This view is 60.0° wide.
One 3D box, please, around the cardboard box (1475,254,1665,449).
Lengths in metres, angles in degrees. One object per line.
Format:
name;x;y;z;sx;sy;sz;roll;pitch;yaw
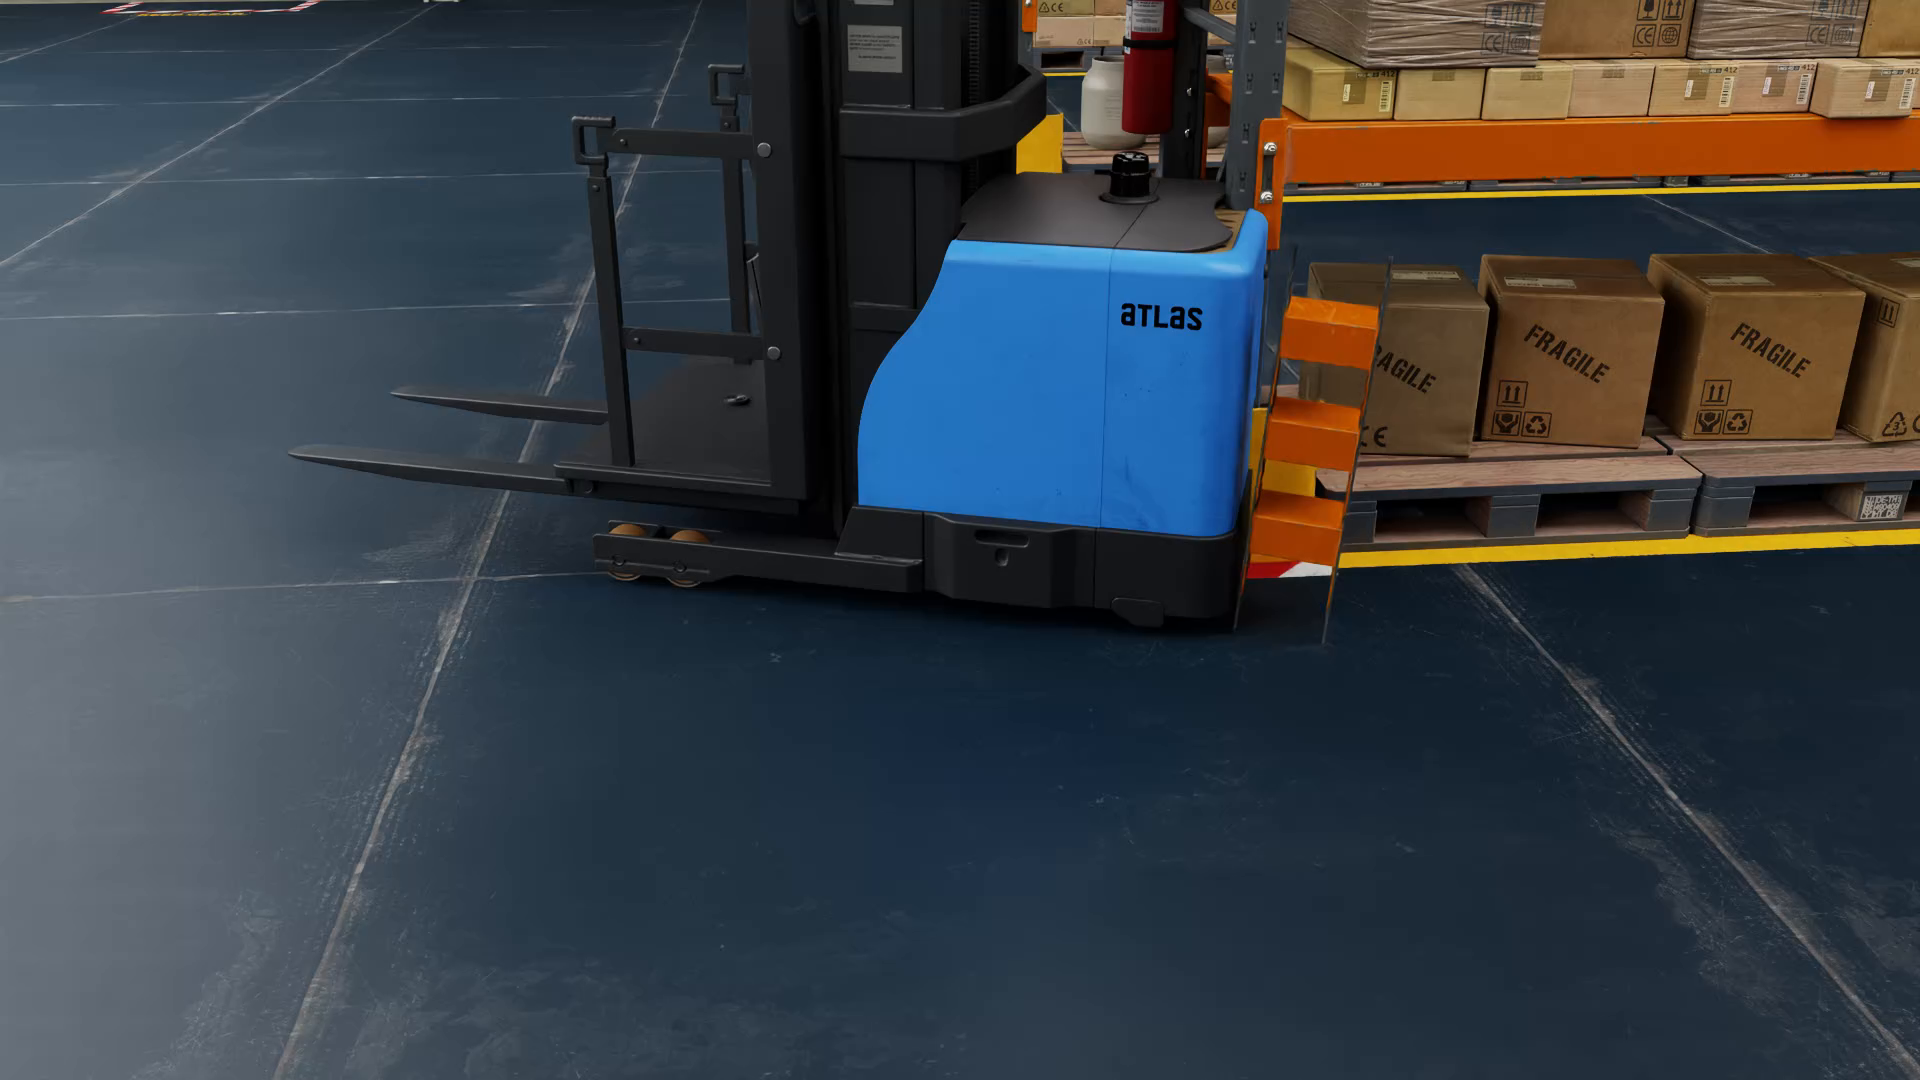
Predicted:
cardboard box;1.999;-0.639;5.554;0.500;0.500;0.500;4;24;9

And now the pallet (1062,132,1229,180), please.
pallet;1.178;-2.313;10.194;1.213;0.211;1.003;-2;24;-5

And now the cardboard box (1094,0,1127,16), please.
cardboard box;1.364;-4.793;14.285;0.500;0.500;0.500;-2;24;-5

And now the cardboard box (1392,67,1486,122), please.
cardboard box;1.342;-1.336;4.871;0.250;0.149;0.380;-2;24;-5

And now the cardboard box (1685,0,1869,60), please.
cardboard box;2.322;-1.797;5.110;0.500;0.500;0.875;-2;24;-5

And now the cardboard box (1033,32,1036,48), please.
cardboard box;0.370;-4.404;14.334;0.500;0.250;0.500;-2;24;-5

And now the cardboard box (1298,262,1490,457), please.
cardboard box;1.408;-0.601;5.469;0.500;0.500;0.500;2;24;5

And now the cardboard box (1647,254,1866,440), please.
cardboard box;2.624;-0.656;5.593;0.500;0.500;0.500;0;24;0

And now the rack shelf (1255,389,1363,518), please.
rack shelf;0.945;-0.236;4.496;0.240;0.259;0.215;10;25;11

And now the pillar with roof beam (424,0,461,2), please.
pillar with roof beam;-5.612;-8.679;13.697;0.400;9.000;9.100;-2;24;-5

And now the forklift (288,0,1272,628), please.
forklift;-0.607;-1.399;4.790;3.031;2.935;1.130;6;25;12

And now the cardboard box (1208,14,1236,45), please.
cardboard box;2.360;-4.484;14.513;0.500;0.250;0.500;-2;24;-5

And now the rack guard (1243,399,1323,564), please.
rack guard;0.860;-0.394;5.521;0.348;0.500;1.175;-2;24;-5

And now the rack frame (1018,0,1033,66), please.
rack frame;0.298;-3.535;9.510;0.127;3.000;1.000;-2;24;-5

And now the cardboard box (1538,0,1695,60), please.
cardboard box;1.820;-1.794;5.104;0.500;0.500;0.875;-2;24;-5

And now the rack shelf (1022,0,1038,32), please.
rack shelf;2.288;-3.286;9.836;4.000;0.370;1.077;-2;24;-5

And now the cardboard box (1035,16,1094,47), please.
cardboard box;0.867;-4.426;14.382;0.500;0.250;0.500;-2;24;-5

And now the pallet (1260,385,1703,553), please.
pallet;1.672;-0.280;5.620;1.213;0.211;1.003;-2;24;-5

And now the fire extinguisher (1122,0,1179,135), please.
fire extinguisher;0.625;-1.679;5.431;0.183;0.674;0.296;-2;24;-5

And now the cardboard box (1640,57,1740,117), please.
cardboard box;2.089;-1.365;4.937;0.250;0.149;0.380;-2;24;-5

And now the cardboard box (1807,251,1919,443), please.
cardboard box;3.184;-0.660;5.603;0.500;0.500;0.500;-4;24;-10

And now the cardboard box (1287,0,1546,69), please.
cardboard box;1.335;-1.726;4.950;0.500;0.500;0.875;-2;24;-5

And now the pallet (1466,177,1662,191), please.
pallet;3.606;-2.411;10.414;1.213;0.211;1.003;-2;24;-5

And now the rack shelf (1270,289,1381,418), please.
rack shelf;0.964;-0.493;4.377;0.240;0.259;0.215;10;25;11

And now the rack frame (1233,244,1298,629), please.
rack frame;0.828;-0.266;4.516;0.008;1.050;0.200;10;25;11

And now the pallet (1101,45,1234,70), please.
pallet;1.783;-4.358;14.795;1.213;0.211;1.003;-2;24;-5

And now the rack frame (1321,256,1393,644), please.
rack frame;1.064;-0.226;4.467;0.008;1.050;0.200;10;25;11

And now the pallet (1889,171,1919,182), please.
pallet;6.273;-2.518;10.654;1.213;0.211;1.003;-2;24;-5

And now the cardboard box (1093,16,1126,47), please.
cardboard box;1.365;-4.446;14.427;0.500;0.250;0.500;-2;24;-5

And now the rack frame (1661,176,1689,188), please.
rack frame;4.278;-3.695;9.870;0.127;3.000;1.000;-2;24;-5

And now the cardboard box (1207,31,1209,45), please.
cardboard box;1.863;-4.464;14.467;0.500;0.250;0.500;-2;24;-5

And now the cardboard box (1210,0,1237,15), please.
cardboard box;2.359;-4.832;14.372;0.500;0.500;0.500;-2;24;-5

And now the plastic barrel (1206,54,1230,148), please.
plastic barrel;1.444;-2.667;10.104;0.421;0.512;0.421;0;24;0

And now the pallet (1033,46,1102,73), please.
pallet;0.571;-4.311;14.688;1.213;0.211;1.003;-2;24;-5

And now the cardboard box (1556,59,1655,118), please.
cardboard box;1.839;-1.358;4.921;0.250;0.149;0.380;-2;24;-5

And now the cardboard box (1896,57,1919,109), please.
cardboard box;2.830;-1.418;5.056;0.250;0.149;0.380;-2;24;-5

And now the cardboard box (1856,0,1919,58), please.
cardboard box;2.821;-1.812;5.144;0.500;0.500;0.875;-2;24;-5

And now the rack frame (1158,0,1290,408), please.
rack frame;0.784;-1.533;5.006;0.127;3.000;1.000;-2;24;-5

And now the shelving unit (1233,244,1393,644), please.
shelving unit;0.946;-0.246;4.492;0.252;1.050;0.215;10;25;11

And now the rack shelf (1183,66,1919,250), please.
rack shelf;2.775;-1.284;5.332;4.000;0.370;1.077;-2;24;-5

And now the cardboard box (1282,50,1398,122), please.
cardboard box;1.092;-1.333;4.866;0.250;0.149;0.380;-2;24;-5

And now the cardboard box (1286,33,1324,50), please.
cardboard box;1.048;-1.513;5.271;0.250;0.149;0.380;-2;24;-5

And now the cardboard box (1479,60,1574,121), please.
cardboard box;1.592;-1.340;4.880;0.250;0.149;0.380;-2;24;-5

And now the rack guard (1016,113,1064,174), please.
rack guard;0.369;-2.415;10.068;0.348;0.500;1.175;-2;24;-5

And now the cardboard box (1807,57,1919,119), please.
cardboard box;2.594;-1.354;4.913;0.250;0.149;0.380;-2;24;-5

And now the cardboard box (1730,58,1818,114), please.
cardboard box;2.335;-1.386;4.984;0.250;0.149;0.380;-2;24;-5

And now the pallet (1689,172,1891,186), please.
pallet;5.056;-2.468;10.542;1.213;0.211;1.003;-2;24;-5

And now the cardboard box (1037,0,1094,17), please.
cardboard box;0.867;-4.768;14.228;0.500;0.500;0.500;-2;24;-5

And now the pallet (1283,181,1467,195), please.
pallet;2.389;-2.361;10.301;1.213;0.211;1.003;-2;24;-5

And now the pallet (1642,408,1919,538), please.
pallet;2.883;-0.327;5.727;1.213;0.211;1.003;-2;24;-5

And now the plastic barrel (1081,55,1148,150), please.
plastic barrel;0.945;-2.647;10.059;0.421;0.512;0.421;0;24;0

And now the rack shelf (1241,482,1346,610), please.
rack shelf;0.926;0.015;4.613;0.240;0.259;0.215;10;25;11
